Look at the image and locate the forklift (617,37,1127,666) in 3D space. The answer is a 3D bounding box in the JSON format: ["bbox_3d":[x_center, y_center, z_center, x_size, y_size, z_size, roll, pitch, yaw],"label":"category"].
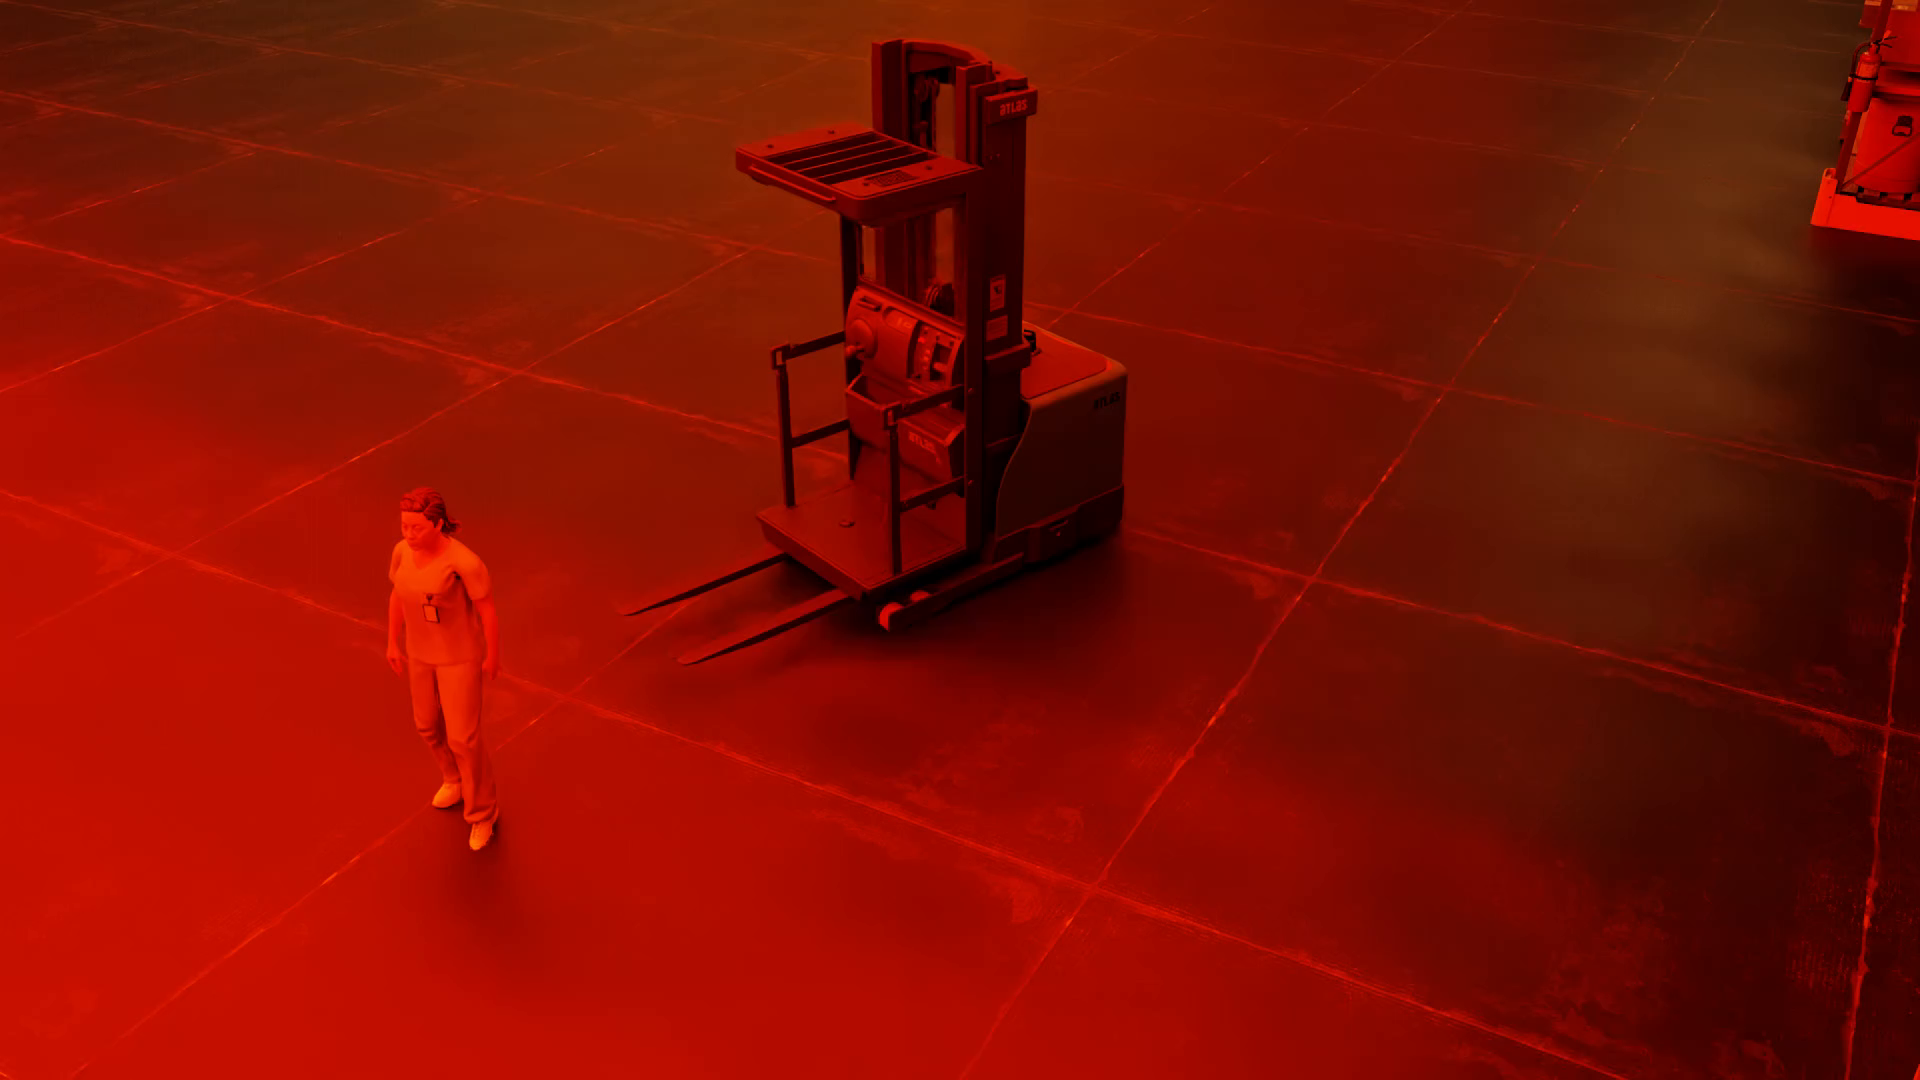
[{"bbox_3d":[-0.467,-1.056,8.900,3.031,2.935,1.130,-23,37,-34],"label":"forklift"}]

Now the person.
[{"bbox_3d":[-2.336,0.565,7.418,0.525,1.706,0.507,12,32,19],"label":"person"}]
